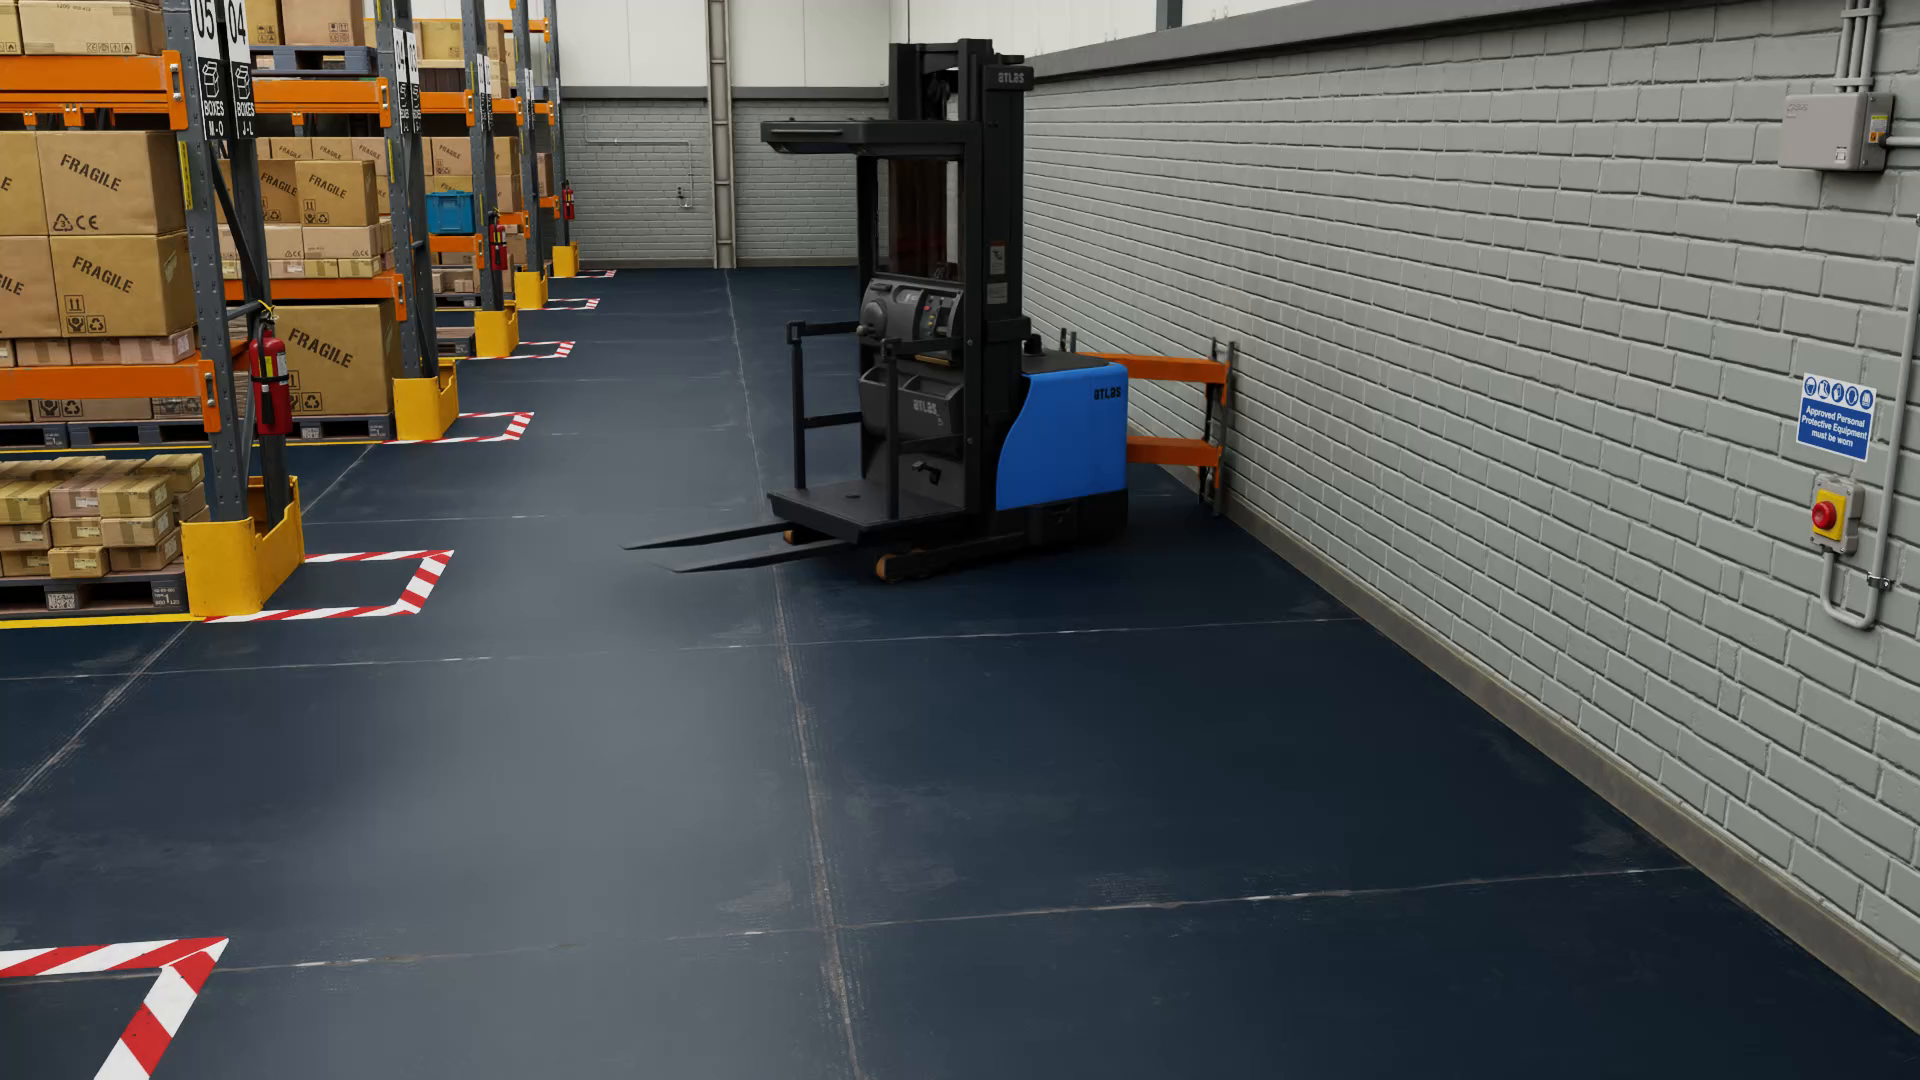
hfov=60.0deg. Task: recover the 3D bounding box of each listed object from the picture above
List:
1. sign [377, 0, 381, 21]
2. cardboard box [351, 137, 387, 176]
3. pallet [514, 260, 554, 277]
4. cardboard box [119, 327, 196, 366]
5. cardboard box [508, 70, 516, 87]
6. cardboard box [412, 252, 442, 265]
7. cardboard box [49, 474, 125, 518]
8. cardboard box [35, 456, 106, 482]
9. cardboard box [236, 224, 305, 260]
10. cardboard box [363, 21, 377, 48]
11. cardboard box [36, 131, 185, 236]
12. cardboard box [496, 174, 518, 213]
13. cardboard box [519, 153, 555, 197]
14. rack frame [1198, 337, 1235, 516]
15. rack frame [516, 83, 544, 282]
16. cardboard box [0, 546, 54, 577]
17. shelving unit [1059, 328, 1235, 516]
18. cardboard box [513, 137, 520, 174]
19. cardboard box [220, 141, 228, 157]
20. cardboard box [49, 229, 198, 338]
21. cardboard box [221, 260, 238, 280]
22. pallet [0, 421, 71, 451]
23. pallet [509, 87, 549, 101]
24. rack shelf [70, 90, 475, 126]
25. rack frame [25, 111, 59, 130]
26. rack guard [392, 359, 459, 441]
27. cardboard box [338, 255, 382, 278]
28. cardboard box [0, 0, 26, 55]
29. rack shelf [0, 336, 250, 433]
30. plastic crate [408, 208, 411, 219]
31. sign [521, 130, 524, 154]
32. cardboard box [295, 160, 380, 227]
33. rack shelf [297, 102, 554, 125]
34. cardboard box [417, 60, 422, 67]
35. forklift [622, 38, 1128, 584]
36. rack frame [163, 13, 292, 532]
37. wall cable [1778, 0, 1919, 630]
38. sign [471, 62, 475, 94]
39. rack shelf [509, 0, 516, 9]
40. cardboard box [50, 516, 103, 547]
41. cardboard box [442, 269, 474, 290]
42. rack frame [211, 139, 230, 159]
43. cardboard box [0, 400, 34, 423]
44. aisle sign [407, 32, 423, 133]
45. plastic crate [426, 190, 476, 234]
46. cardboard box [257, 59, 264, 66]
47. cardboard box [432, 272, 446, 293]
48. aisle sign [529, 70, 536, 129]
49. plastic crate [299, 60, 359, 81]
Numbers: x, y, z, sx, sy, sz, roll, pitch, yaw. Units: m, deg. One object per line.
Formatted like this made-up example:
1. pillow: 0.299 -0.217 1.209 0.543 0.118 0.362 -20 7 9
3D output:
1. sign: -4.419 -4.113 12.633 0.005 0.325 0.100 -2 14 -8
2. cardboard box: -7.877 -5.175 22.431 0.500 0.500 0.500 -2 14 -7
3. pallet: -7.479 -4.572 28.020 1.213 0.211 1.003 -2 14 -8
4. cardboard box: -4.127 -1.000 8.559 0.250 0.149 0.380 -2 14 -8
5. cardboard box: -7.384 -7.517 27.101 0.500 0.250 0.500 -2 14 -7
6. cardboard box: -8.895 -4.857 27.697 0.500 0.500 0.700 -2 14 -7
7. cardboard box: -4.590 -0.236 8.769 0.250 0.149 0.380 -2 14 -7
8. cardboard box: -4.939 -0.356 9.251 0.250 0.149 0.380 -2 14 -8
9. cardboard box: -5.427 -2.370 13.203 0.500 0.250 0.500 -2 14 -9
10. cardboard box: -7.958 -6.710 22.383 0.500 0.500 0.700 -2 14 -8
11. cardboard box: -4.263 -1.803 8.372 0.500 0.500 0.500 -2 14 -9
12. cardboard box: -6.361 -4.748 22.782 0.500 0.500 0.500 -2 14 -7
13. cardboard box: -7.203 -6.097 27.751 0.700 0.700 0.980 -1 14 -6
14. rack frame: 1.675 -0.751 10.898 0.032 1.125 0.500 3 10 -5
15. rack frame: -5.958 -4.781 23.120 0.127 3.000 1.000 -2 14 -8
16. cardboard box: -4.850 0.069 8.776 0.250 0.149 0.380 -2 14 -9
17. shelving unit: 1.170 -0.776 10.852 1.048 1.125 0.538 3 10 -5
18. cardboard box: -6.436 -5.362 23.175 0.500 0.500 0.500 -2 14 -7
19. cardboard box: -11.586 -6.299 26.773 0.500 0.250 0.500 -2 14 -7
20. cardboard box: -4.253 -1.316 8.486 0.500 0.500 0.500 -2 14 -7
21. cardboard box: -5.799 -2.147 13.132 0.250 0.149 0.380 -2 14 -10
22. pallet: -7.678 -0.909 13.414 1.213 0.211 1.003 -2 14 -8
23. pallet: -7.432 -7.355 27.400 1.213 0.211 1.003 -2 14 -8
24. rack shelf: -7.202 -4.623 17.802 4.000 0.370 1.077 -2 14 -8
25. rack frame: -14.611 -5.683 26.715 0.127 3.000 1.000 -2 14 -8
26. rack guard: -4.462 -1.187 13.926 0.348 0.500 1.175 -2 14 -8
27. cardboard box: -4.789 -2.184 13.281 0.250 0.149 0.380 -2 14 -7
28. cardboard box: -4.761 -2.483 8.100 0.500 0.250 0.500 -2 14 -8
29. rack shelf: -5.825 -0.780 8.645 4.000 0.370 1.077 -2 14 -8
30. plastic crate: -6.168 -3.584 18.567 0.300 0.233 0.416 -2 14 -8
31. sign: -5.895 -5.362 22.406 0.005 0.325 0.100 -2 14 -8
32. cardboard box: -4.929 -2.753 13.187 0.500 0.500 0.500 -2 14 -8
33. rack shelf: -8.678 -7.006 27.305 4.000 0.370 1.077 -2 14 -8
34. cardboard box: -7.418 -6.291 22.253 0.500 0.250 0.500 -2 14 -8
35. forklift: -0.452 -1.324 9.474 3.031 2.935 1.130 -10 17 -35
36. rack frame: -3.847 -1.201 8.846 0.127 3.000 1.000 -2 14 -8
37. wall cable: 2.563 -0.732 4.823 0.123 1.953 0.585 -2 14 -8
38. sign: -5.126 -4.862 17.491 0.005 0.325 0.100 -2 14 -8
39. rack shelf: -7.936 -7.268 22.189 4.000 0.370 1.077 -2 14 -8
40. cardboard box: -4.593 -0.082 8.770 0.250 0.149 0.380 -2 14 -10
41. cardboard box: -7.033 -3.691 23.522 0.500 0.250 0.500 -2 14 -8
42. rack frame: -9.914 -4.636 22.542 0.127 3.000 1.000 -2 14 -8
43. cardboard box: -7.777 -1.431 13.266 0.875 0.875 0.875 -2 14 -8
44. aisle sign: -4.460 -3.734 13.600 0.004 0.787 0.394 -2 14 -8
45. plastic crate: -5.527 -3.579 18.130 0.499 0.435 0.616 -2 14 -8
46. cardboard box: -9.396 -6.219 21.967 0.500 0.250 0.500 -2 14 -8
47. cardboard box: -7.403 -3.555 22.978 0.500 0.250 0.500 -2 14 -8
48. aisle sign: -5.934 -6.115 23.096 0.004 0.787 0.394 -2 14 -8
49. plastic crate: -6.776 -5.025 18.054 0.767 0.338 0.504 -2 14 -8
